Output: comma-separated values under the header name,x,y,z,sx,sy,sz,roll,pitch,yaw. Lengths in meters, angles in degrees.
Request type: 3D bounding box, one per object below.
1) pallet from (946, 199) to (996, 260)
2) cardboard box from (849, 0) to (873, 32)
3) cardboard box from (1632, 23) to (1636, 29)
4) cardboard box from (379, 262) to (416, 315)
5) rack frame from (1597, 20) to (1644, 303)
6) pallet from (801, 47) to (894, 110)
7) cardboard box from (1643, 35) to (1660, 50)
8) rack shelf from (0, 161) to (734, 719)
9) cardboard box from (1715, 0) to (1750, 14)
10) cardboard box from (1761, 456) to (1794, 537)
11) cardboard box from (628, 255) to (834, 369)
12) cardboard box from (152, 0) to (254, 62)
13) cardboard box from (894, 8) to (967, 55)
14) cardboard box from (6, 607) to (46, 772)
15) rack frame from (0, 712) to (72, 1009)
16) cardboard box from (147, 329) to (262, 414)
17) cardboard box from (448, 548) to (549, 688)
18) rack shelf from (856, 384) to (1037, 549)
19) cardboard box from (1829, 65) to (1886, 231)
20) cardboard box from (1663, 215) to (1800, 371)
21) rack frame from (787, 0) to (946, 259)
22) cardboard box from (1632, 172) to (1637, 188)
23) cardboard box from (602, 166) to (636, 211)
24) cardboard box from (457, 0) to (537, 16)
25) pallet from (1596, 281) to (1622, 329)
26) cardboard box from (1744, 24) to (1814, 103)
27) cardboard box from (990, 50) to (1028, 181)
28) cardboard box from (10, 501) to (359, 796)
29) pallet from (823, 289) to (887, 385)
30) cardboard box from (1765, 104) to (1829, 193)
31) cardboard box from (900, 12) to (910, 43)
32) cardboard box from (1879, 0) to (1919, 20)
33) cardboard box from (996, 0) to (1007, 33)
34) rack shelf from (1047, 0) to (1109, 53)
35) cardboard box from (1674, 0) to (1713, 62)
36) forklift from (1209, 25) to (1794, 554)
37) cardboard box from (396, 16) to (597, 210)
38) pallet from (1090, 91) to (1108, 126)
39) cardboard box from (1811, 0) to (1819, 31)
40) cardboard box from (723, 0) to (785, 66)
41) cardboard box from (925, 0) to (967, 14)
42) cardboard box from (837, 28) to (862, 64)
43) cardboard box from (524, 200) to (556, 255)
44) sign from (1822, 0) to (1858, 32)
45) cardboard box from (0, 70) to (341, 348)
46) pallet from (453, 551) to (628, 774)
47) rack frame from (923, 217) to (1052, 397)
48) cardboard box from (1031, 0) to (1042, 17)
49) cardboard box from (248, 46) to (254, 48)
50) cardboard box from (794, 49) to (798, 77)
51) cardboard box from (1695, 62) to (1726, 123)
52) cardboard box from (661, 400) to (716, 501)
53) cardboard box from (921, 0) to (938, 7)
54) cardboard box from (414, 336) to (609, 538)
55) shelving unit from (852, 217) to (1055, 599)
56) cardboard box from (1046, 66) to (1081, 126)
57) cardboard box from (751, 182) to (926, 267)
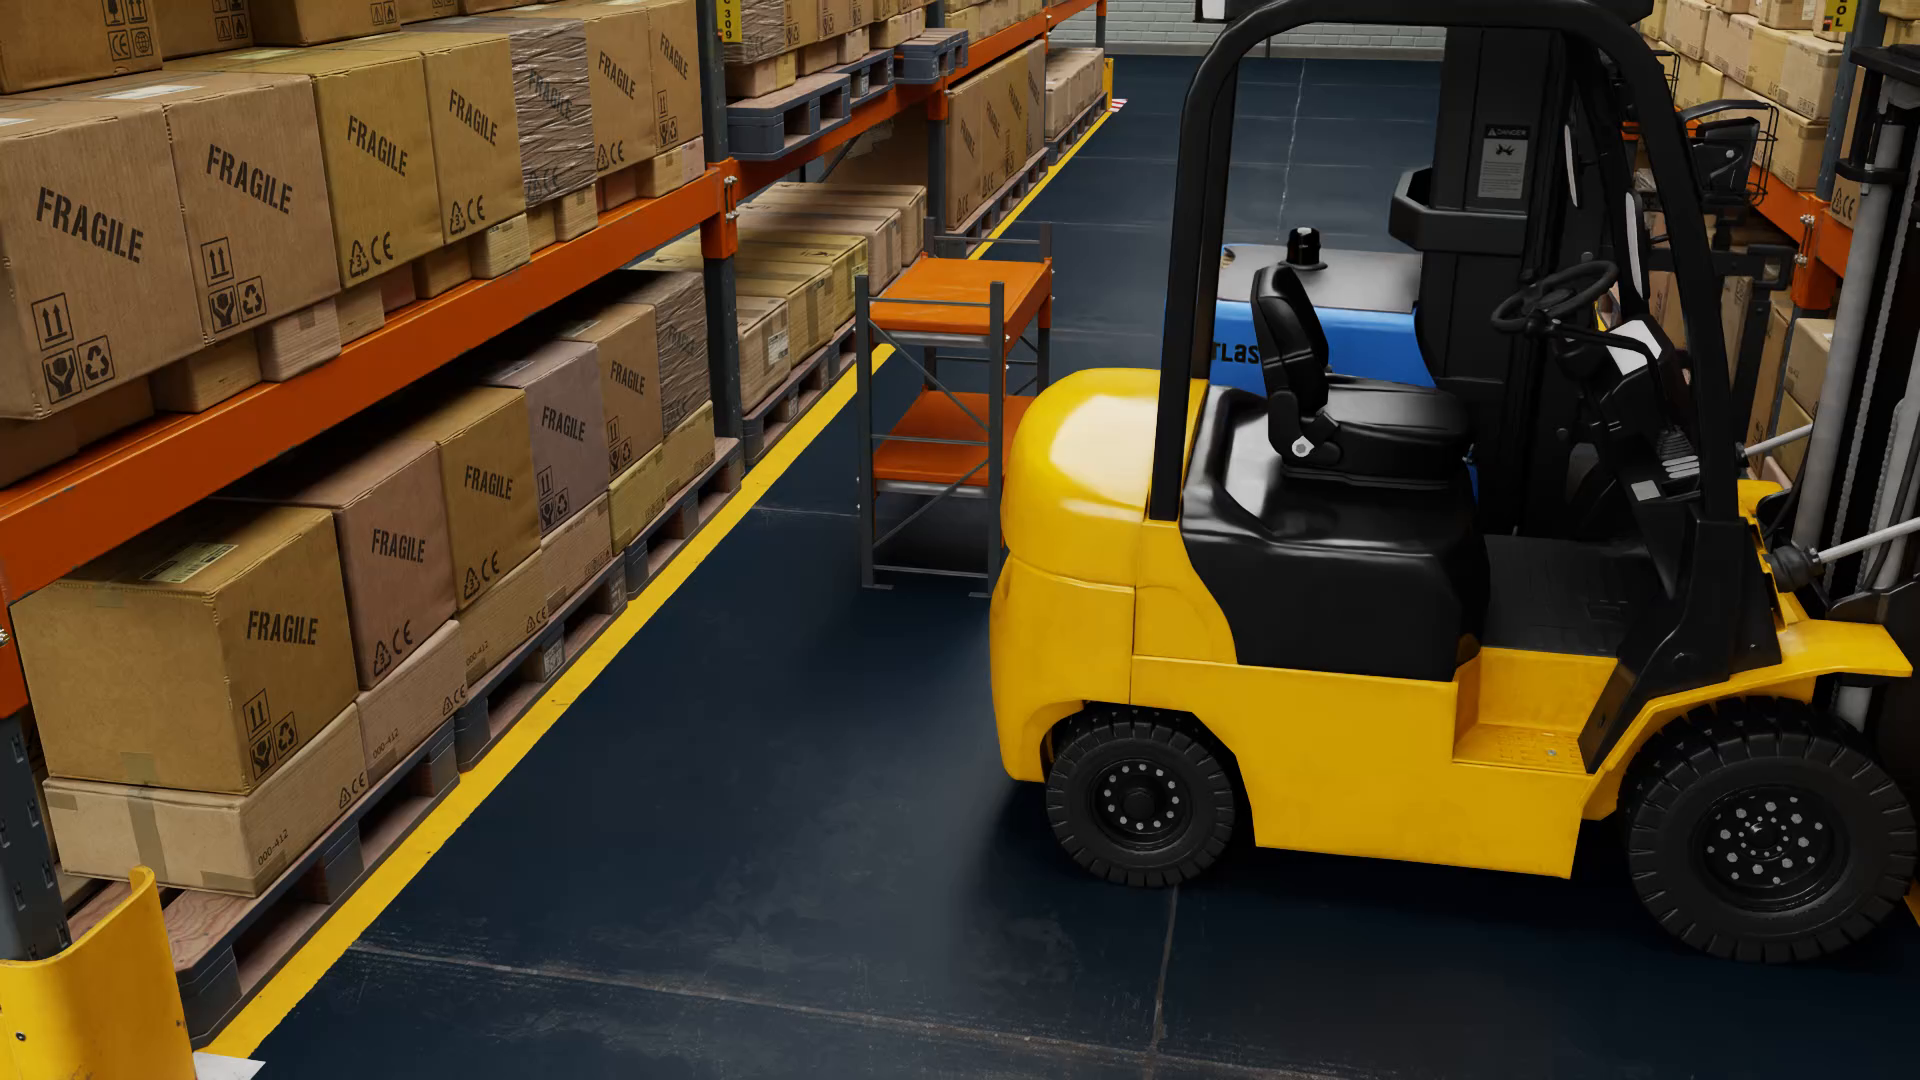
name,x,y,z,sx,sy,sz,roll,pitch,yaw
pallet,-0.358,-2.132,11.364,1.003,0.211,1.213,4,22,11
cardboard box,-0.722,-2.760,8.098,0.500,0.500,0.500,4,22,9
cardboard box,4.026,-3.113,9.843,0.380,0.149,0.250,5,22,12
cardboard box,-1.670,-0.681,4.365,0.380,0.149,0.250,5,23,13
rack frame,4.267,-2.766,9.206,1.000,3.000,0.127,4,22,11
pallet,-0.957,-2.327,8.372,1.003,0.211,1.213,4,22,11
cardboard box,3.938,-2.552,8.877,0.500,0.250,0.500,5,22,11
rack shelf,-1.817,-0.615,4.828,1.077,0.370,4.000,4,22,11
cardboard box,3.513,-2.364,7.207,0.380,0.149,0.250,4,22,9
cardboard box,3.028,-0.070,5.632,0.500,0.250,0.500,5,22,11
cardboard box,-1.161,-1.111,8.052,0.950,0.372,0.625,6,23,14
cardboard box,-2.221,-1.447,4.062,0.700,0.500,0.500,4,22,10
cardboard box,-0.247,-3.233,10.566,0.500,0.250,0.500,4,22,10
cardboard box,-2.317,0.203,3.949,0.500,0.500,0.500,5,22,11
rack frame,-2.222,-0.217,2.876,0.949,2.616,0.053,4,22,11
cardboard box,-1.782,-0.393,3.651,0.380,0.149,0.250,4,22,9
cardboard box,-1.579,0.203,4.952,0.500,0.250,0.500,6,23,15
rack shelf,0.001,-0.297,6.241,0.538,0.278,1.000,4,22,11
cardboard box,3.105,-1.207,5.201,0.500,0.500,0.500,4,22,9
cardboard box,3.864,-1.146,7.801,0.875,0.625,0.625,4,22,9
rack frame,-0.593,-3.143,10.142,1.000,3.000,0.127,4,22,11
cardboard box,4.143,-1.972,10.019,0.500,0.500,0.500,5,22,12
cardboard box,-1.350,-1.241,5.757,0.380,0.149,0.250,5,22,11
cardboard box,-1.837,-1.998,5.430,0.700,0.500,0.500,5,22,11
pallet,4.061,-1.174,8.986,1.003,0.211,1.213,4,22,11
cardboard box,3.399,-1.853,6.471,0.500,0.250,0.500,4,22,10
cardboard box,-0.001,-3.251,12.693,0.875,0.875,0.875,5,22,12
cardboard box,-1.786,0.233,3.874,0.500,0.500,0.500,4,22,9
pallet,-1.005,-1.119,8.849,1.003,0.211,1.213,4,22,11
cardboard box,3.298,-1.437,6.108,0.500,0.250,0.500,5,22,12
cardboard box,-0.480,-2.793,9.046,0.380,0.149,0.250,3,22,8
cardboard box,3.096,-1.694,5.145,0.380,0.149,0.250,5,22,12
cardboard box,0.051,-3.794,11.960,0.500,0.250,0.500,4,22,11
rack shelf,0.632,-5.003,15.725,1.077,0.370,4.000,4,22,11
cardboard box,3.710,-2.411,7.857,0.500,0.250,0.500,4,22,10
forklift,2.249,-1.158,5.306,3.031,2.935,1.130,7,23,16
cardboard box,-1.456,-1.304,5.044,0.500,0.500,0.500,5,22,12
pallet,0.953,-4.477,17.186,1.003,0.211,1.213,4,22,11
cardboard box,3.440,-1.973,6.236,0.380,0.149,0.250,4,22,11
cardboard box,-1.032,-2.209,6.728,0.500,0.500,0.500,5,22,12
cardboard box,-0.247,-3.472,10.490,0.500,0.250,0.500,4,22,11
cardboard box,-0.694,-2.411,8.098,0.380,0.149,0.250,5,23,13
cardboard box,-1.462,-0.959,5.057,0.380,0.149,0.250,4,22,10
sign,2.918,-1.841,5.466,0.100,0.325,0.005,4,22,11
cardboard box,-1.754,-0.743,3.651,0.500,0.500,0.500,5,23,13
pallet,-1.758,0.310,5.303,1.003,0.211,1.213,4,22,11
rack frame,0.105,-0.710,6.611,0.500,1.125,0.032,4,22,11
cardboard box,0.379,-4.353,13.347,0.500,0.250,0.500,4,22,10
cardboard box,-2.050,-1.170,4.712,0.500,0.500,0.500,5,22,12
cardboard box,-0.944,-2.136,7.417,0.380,0.149,0.250,6,23,14
cardboard box,3.624,-1.990,7.481,0.500,0.250,0.500,5,23,13
cardboard box,-1.266,-0.362,6.357,0.500,0.250,0.500,5,23,13
cardboard box,-0.413,-3.334,9.524,0.500,0.500,0.500,4,22,9
cardboard box,-1.472,-0.337,5.291,0.500,0.500,0.500,6,23,14
shelving unit,0.001,-0.524,6.150,0.538,1.125,1.048,4,22,11
cardboard box,0.639,-4.161,15.537,0.875,0.438,0.875,4,22,9
cardboard box,-0.718,-1.913,10.043,0.950,0.372,0.625,3,22,7
